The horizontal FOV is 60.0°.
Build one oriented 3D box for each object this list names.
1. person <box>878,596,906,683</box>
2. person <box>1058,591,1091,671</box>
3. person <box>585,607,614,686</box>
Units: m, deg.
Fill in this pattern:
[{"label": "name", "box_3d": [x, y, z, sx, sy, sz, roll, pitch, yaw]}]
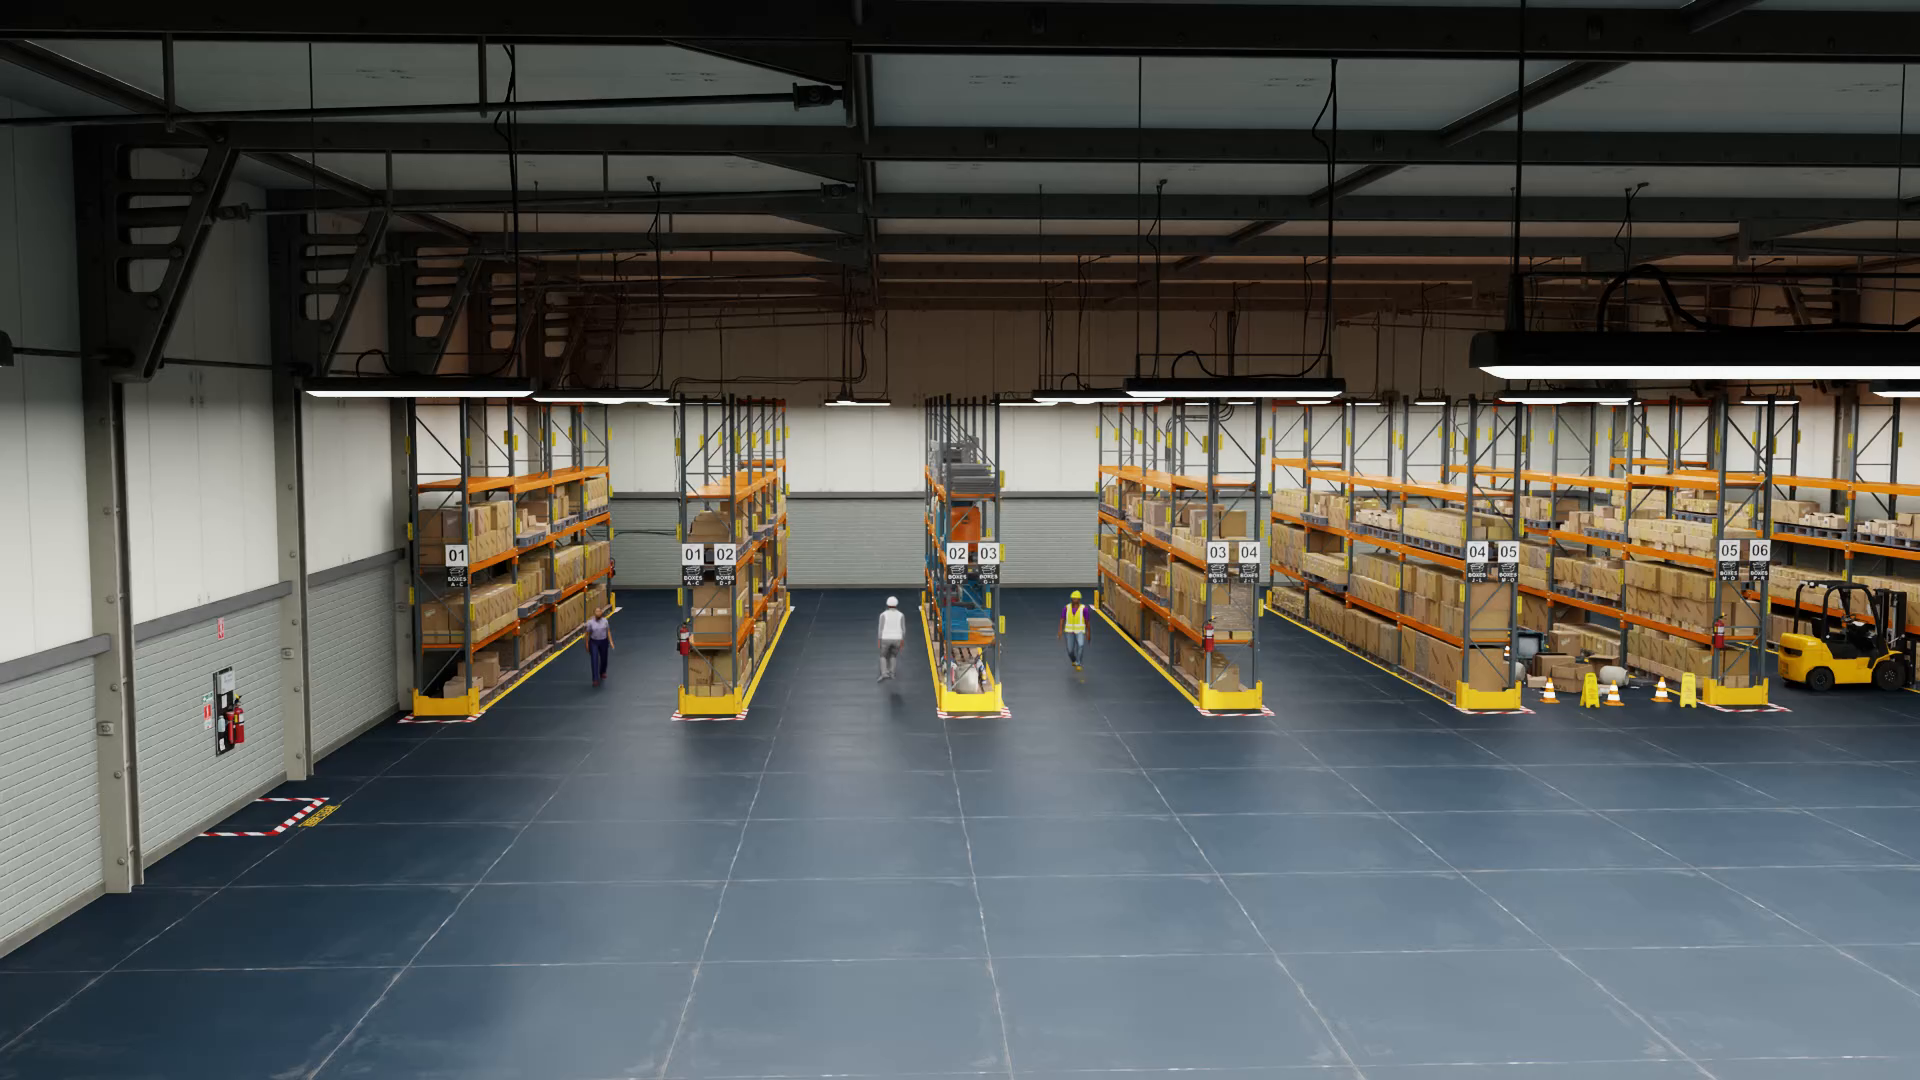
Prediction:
[{"label": "person", "box_3d": [-1.382, 2.014, 33.588, 0.569, 1.763, 0.470, 0, 5, -6]}, {"label": "person", "box_3d": [2.385, 1.889, 34.799, 0.652, 1.601, 1.008, 1, 5, 14]}, {"label": "person", "box_3d": [-7.505, 2.181, 34.580, 0.572, 1.577, 0.976, -1, 5, -18]}]
